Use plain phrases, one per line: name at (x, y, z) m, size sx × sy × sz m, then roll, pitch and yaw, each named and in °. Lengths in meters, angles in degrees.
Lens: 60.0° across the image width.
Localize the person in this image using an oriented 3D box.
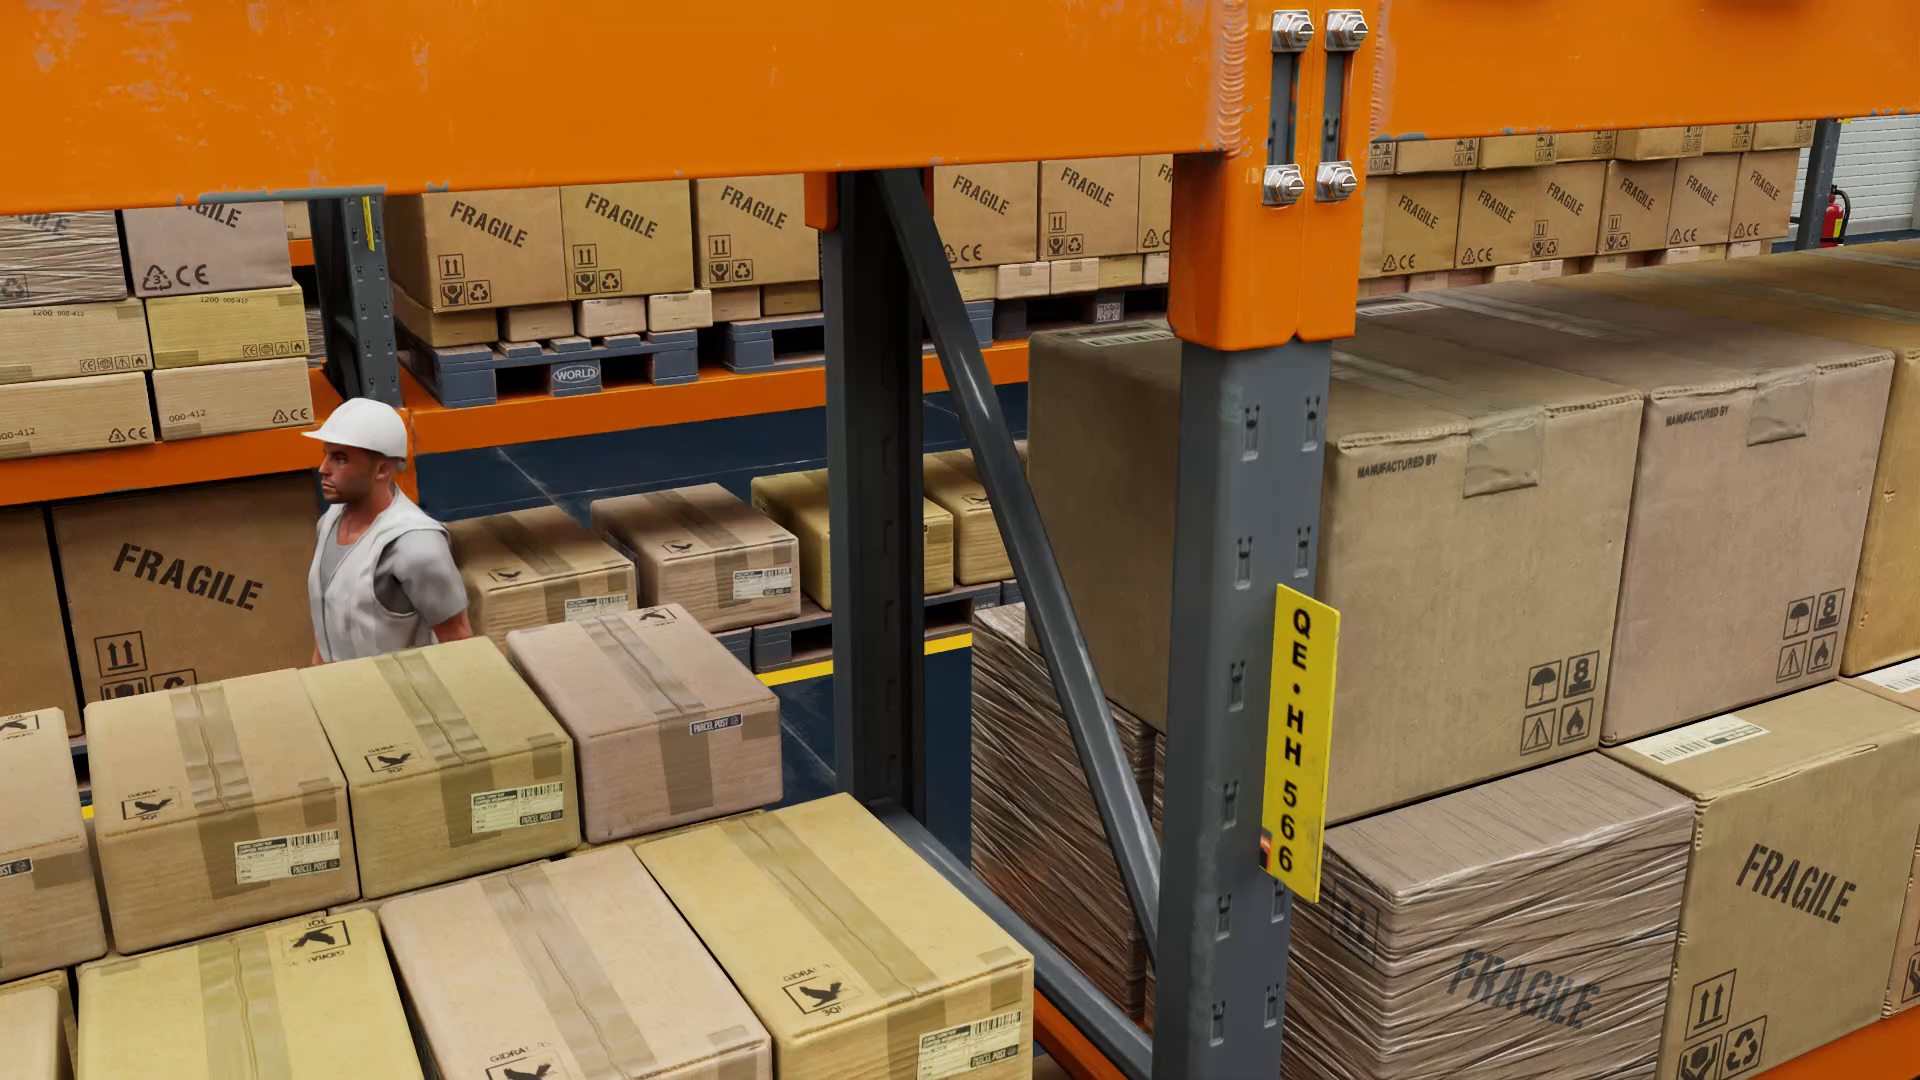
person at (-1.586, 0.455, 4.645) m, size 1.036 × 1.745 × 0.554 m, roll -16°, pitch 24°, yaw -40°
